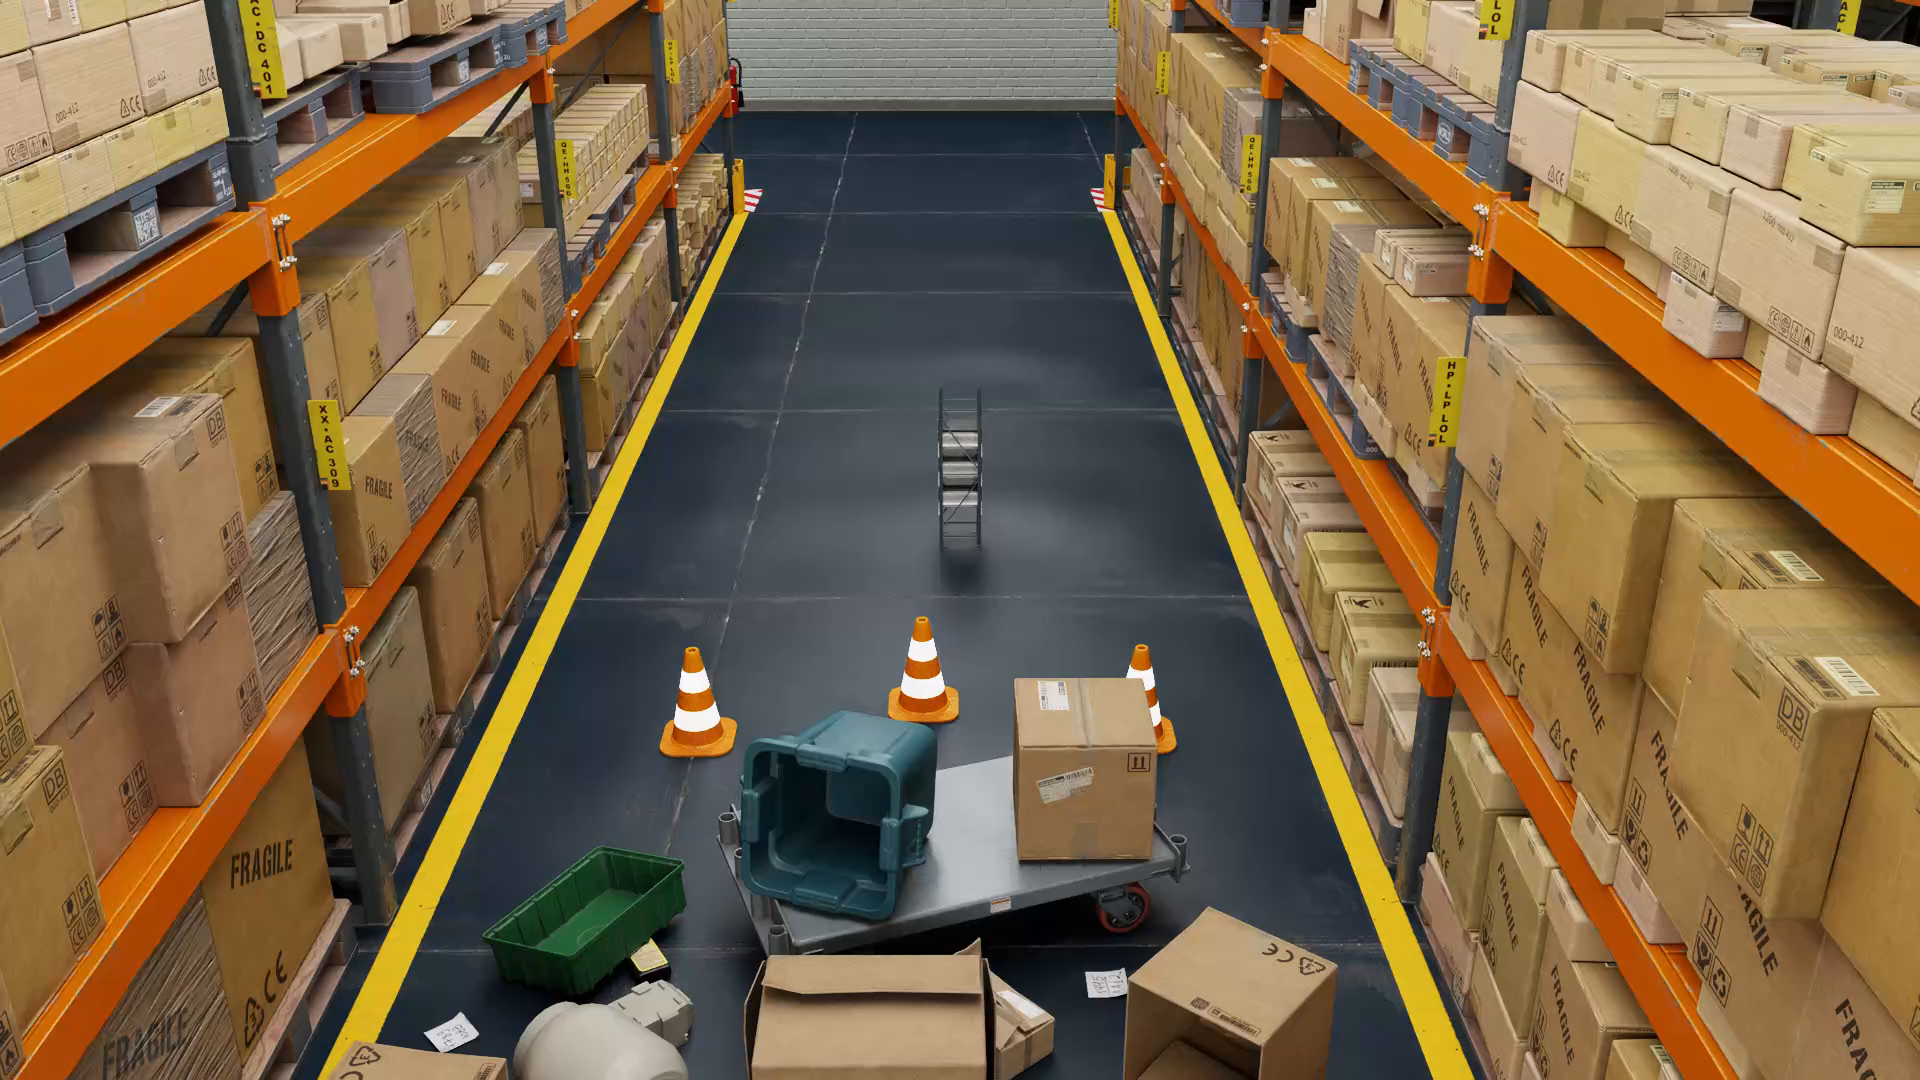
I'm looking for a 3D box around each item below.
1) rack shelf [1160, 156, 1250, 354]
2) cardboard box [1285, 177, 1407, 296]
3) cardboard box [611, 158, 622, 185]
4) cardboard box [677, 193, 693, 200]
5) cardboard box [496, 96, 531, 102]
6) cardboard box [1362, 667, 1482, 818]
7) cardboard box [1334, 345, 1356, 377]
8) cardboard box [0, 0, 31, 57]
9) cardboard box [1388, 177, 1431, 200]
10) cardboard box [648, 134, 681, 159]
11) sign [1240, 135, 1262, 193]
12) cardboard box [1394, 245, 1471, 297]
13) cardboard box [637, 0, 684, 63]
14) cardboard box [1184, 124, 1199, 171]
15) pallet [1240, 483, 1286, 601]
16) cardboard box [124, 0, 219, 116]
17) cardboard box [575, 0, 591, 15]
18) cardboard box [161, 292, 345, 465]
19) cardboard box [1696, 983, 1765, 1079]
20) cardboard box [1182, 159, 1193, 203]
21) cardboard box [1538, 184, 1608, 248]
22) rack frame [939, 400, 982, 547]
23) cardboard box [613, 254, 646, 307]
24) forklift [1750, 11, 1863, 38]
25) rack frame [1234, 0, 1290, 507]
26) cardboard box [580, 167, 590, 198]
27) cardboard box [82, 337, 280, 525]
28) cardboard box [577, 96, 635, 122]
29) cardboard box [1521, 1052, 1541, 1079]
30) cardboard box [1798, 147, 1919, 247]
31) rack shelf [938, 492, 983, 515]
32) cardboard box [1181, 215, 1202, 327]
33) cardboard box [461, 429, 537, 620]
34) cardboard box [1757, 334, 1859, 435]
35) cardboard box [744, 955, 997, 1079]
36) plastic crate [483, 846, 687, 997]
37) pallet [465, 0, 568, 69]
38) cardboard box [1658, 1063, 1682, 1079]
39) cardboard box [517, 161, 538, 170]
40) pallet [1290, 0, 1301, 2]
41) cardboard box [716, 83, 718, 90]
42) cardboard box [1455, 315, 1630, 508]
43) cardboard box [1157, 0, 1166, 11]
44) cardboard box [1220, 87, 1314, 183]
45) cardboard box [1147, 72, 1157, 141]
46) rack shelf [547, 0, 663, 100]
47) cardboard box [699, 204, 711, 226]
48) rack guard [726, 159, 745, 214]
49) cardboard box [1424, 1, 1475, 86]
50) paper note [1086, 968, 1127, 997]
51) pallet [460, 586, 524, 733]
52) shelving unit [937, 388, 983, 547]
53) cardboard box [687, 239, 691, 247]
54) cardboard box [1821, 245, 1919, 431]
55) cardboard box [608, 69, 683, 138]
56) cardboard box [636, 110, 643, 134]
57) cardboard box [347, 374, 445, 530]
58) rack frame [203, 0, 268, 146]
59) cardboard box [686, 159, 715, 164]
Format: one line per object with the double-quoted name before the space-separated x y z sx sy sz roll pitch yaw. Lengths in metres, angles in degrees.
"rack shelf" 2.176 -2.096 11.618 1.077 0.370 4.000 0 24 -1
"cardboard box" 1.984 -1.571 8.593 0.500 0.500 0.500 1 24 2
"cardboard box" -2.575 -2.562 11.570 0.380 0.149 0.250 1 24 2
"cardboard box" -2.619 -3.033 15.044 0.380 0.149 0.250 -1 24 -3
"cardboard box" -3.241 -3.148 12.143 0.380 0.149 0.250 0 24 0
"cardboard box" 2.233 0.838 6.936 0.950 0.372 0.625 0 24 0
"cardboard box" 1.985 -0.876 7.842 0.380 0.149 0.250 1 24 1
"cardboard box" -2.372 -1.174 3.771 0.380 0.149 0.250 0 24 0
"cardboard box" 2.498 -1.574 8.597 0.500 0.500 0.500 -1 24 -1
"cardboard box" -2.470 -3.188 13.464 0.380 0.149 0.250 1 24 1
"sign" 1.643 -2.124 9.401 0.100 0.325 0.005 0 24 -1
"cardboard box" 1.990 -1.093 6.748 0.380 0.149 0.250 -1 24 -2
"cardboard box" -2.576 -4.222 13.749 0.500 0.500 0.500 -1 24 -2
"cardboard box" 1.890 -2.802 11.882 0.500 0.250 0.500 0 24 0
"pallet" 2.205 -0.008 9.511 1.003 0.211 1.213 0 24 -1
"cardboard box" -2.445 -1.357 4.661 0.500 0.250 0.500 -1 24 -1
"cardboard box" -2.503 -3.391 9.846 0.500 0.500 0.500 0 24 -1
"cardboard box" -2.718 -0.594 6.088 0.700 0.500 0.500 -1 24 -1
"cardboard box" 1.983 1.131 3.914 0.380 0.149 0.250 -1 24 -1
"cardboard box" 1.892 -2.573 11.981 0.500 0.250 0.500 0 24 -1
"cardboard box" 1.944 -0.966 4.912 0.380 0.149 0.250 0 24 -1
"rack frame" 0.001 -0.371 9.479 0.240 0.900 0.006 0 24 -1
"cardboard box" -2.521 -1.843 11.799 0.500 0.250 0.500 -1 24 -3
"forklift" 4.767 -1.587 9.779 1.129 2.867 3.031 -1 24 -1
"rack frame" 2.198 -1.600 9.648 1.000 3.000 0.127 0 24 -1
"cardboard box" -2.569 -2.274 10.573 0.380 0.149 0.250 0 24 0
"cardboard box" -2.737 -0.296 5.272 0.875 0.550 0.550 0 24 -1
"cardboard box" -2.590 -3.151 12.150 0.380 0.149 0.250 -1 24 -2
"cardboard box" 2.004 1.792 4.974 0.500 0.250 0.500 -1 24 -1
"cardboard box" 1.936 -0.689 3.331 0.380 0.149 0.250 0 24 1
"rack shelf" 0.000 -0.219 9.660 0.258 0.077 0.200 0 24 -1
"cardboard box" 2.241 -2.217 13.080 0.875 0.875 0.875 0 24 1
"cardboard box" -2.821 -0.091 8.532 1.050 0.750 0.750 0 24 0
"cardboard box" 1.940 -0.334 3.514 0.380 0.149 0.250 -1 24 -1
"cardboard box" -0.284 1.674 5.273 0.797 0.637 0.503 0 24 -1
"plastic crate" -1.395 1.433 6.285 0.450 0.188 0.662 3 22 31
"pallet" -2.691 -2.552 8.341 1.213 0.211 1.003 1 24 2
"cardboard box" 1.944 1.429 4.081 0.380 0.149 0.250 1 24 2
"cardboard box" -2.567 -2.186 10.017 0.380 0.149 0.250 -1 24 -2
"pallet" 2.123 -3.607 10.674 1.003 0.211 1.213 1 24 2
"cardboard box" -2.586 -4.483 16.326 0.380 0.149 0.250 0 24 -1
"cardboard box" 2.030 -0.406 5.313 0.700 0.500 0.500 -1 24 -1
"cardboard box" 1.886 -4.590 14.136 0.380 0.149 0.250 0 24 -1
"cardboard box" 1.917 -2.525 10.357 0.500 0.500 0.500 0 24 0
"cardboard box" 1.883 -3.696 14.160 0.500 0.500 0.500 -1 24 -2
"rack shelf" -2.772 -3.399 10.859 1.077 0.370 4.000 0 24 -1
"cardboard box" -2.506 -2.998 15.328 0.380 0.149 0.250 0 24 0
"rack guard" -2.837 -3.663 17.241 1.175 0.500 0.348 0 24 -1
"cardboard box" 2.090 -1.890 6.322 0.500 0.250 0.500 0 24 0
"paper note" 0.541 1.627 6.116 0.148 0.019 0.142 0 24 -1
"pallet" -2.807 0.561 8.254 1.003 0.211 1.213 0 24 -1
"shelving unit" 0.000 -0.413 9.572 0.258 0.900 0.210 0 24 -1
"cardboard box" -2.625 -2.655 14.931 0.380 0.149 0.250 -1 24 -3
"cardboard box" 1.996 -0.368 3.105 0.500 0.250 0.500 0 24 1
"cardboard box" -2.548 -3.571 13.523 0.500 0.500 0.500 -1 24 -2
"cardboard box" -2.588 -3.125 12.454 0.380 0.149 0.250 0 24 0
"cardboard box" -2.450 -0.360 6.784 0.500 0.500 0.500 0 24 0
"rack frame" -2.707 -2.621 4.626 1.000 3.000 0.127 0 24 -1
"cardboard box" -2.633 -3.675 16.464 0.380 0.149 0.250 0 24 0
